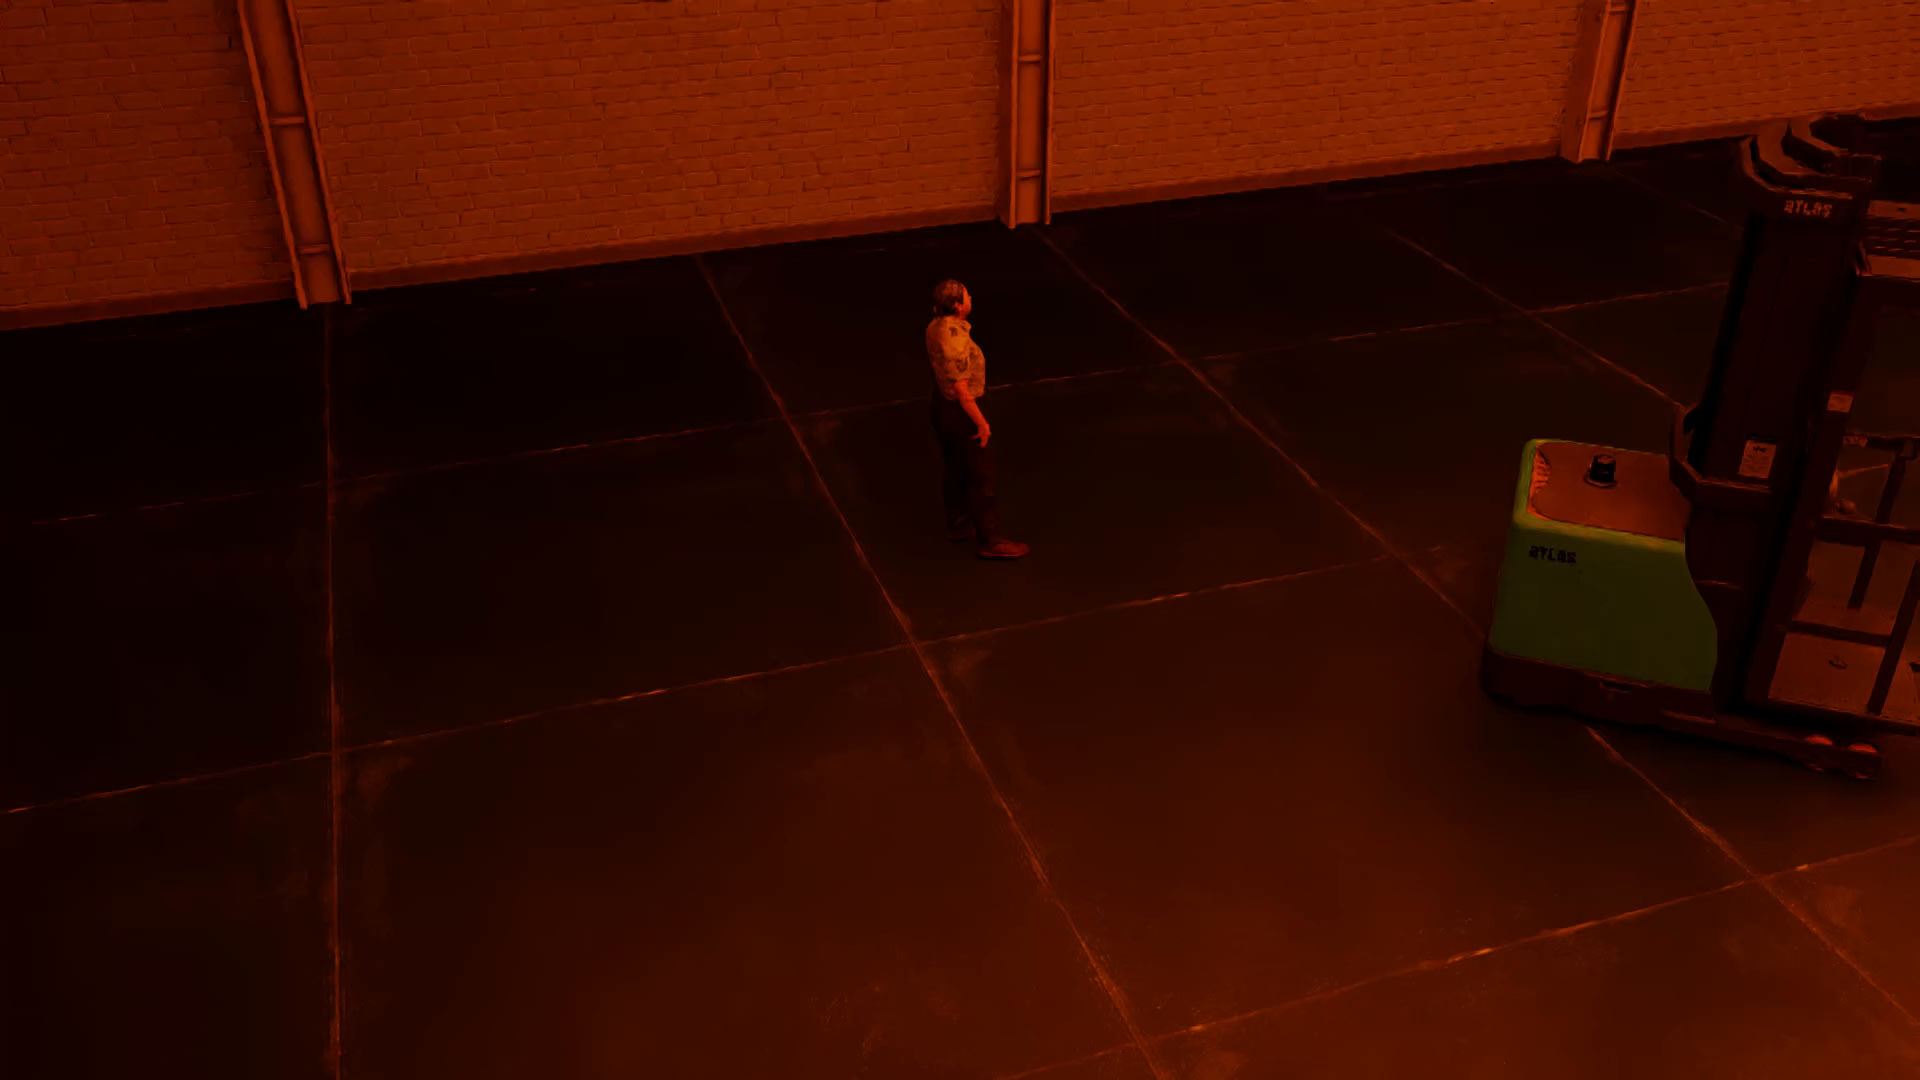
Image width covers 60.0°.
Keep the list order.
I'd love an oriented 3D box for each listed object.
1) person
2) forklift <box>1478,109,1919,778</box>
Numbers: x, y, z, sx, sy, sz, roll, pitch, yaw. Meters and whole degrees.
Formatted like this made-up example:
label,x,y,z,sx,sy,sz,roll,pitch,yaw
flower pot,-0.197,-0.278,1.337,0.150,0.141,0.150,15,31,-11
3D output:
label,x,y,z,sx,sy,sz,roll,pitch,yaw
person,0.092,-0.724,9.618,0.502,1.650,0.599,-10,31,-16
forklift,4.256,-0.422,7.820,3.031,2.935,1.130,10,32,17
